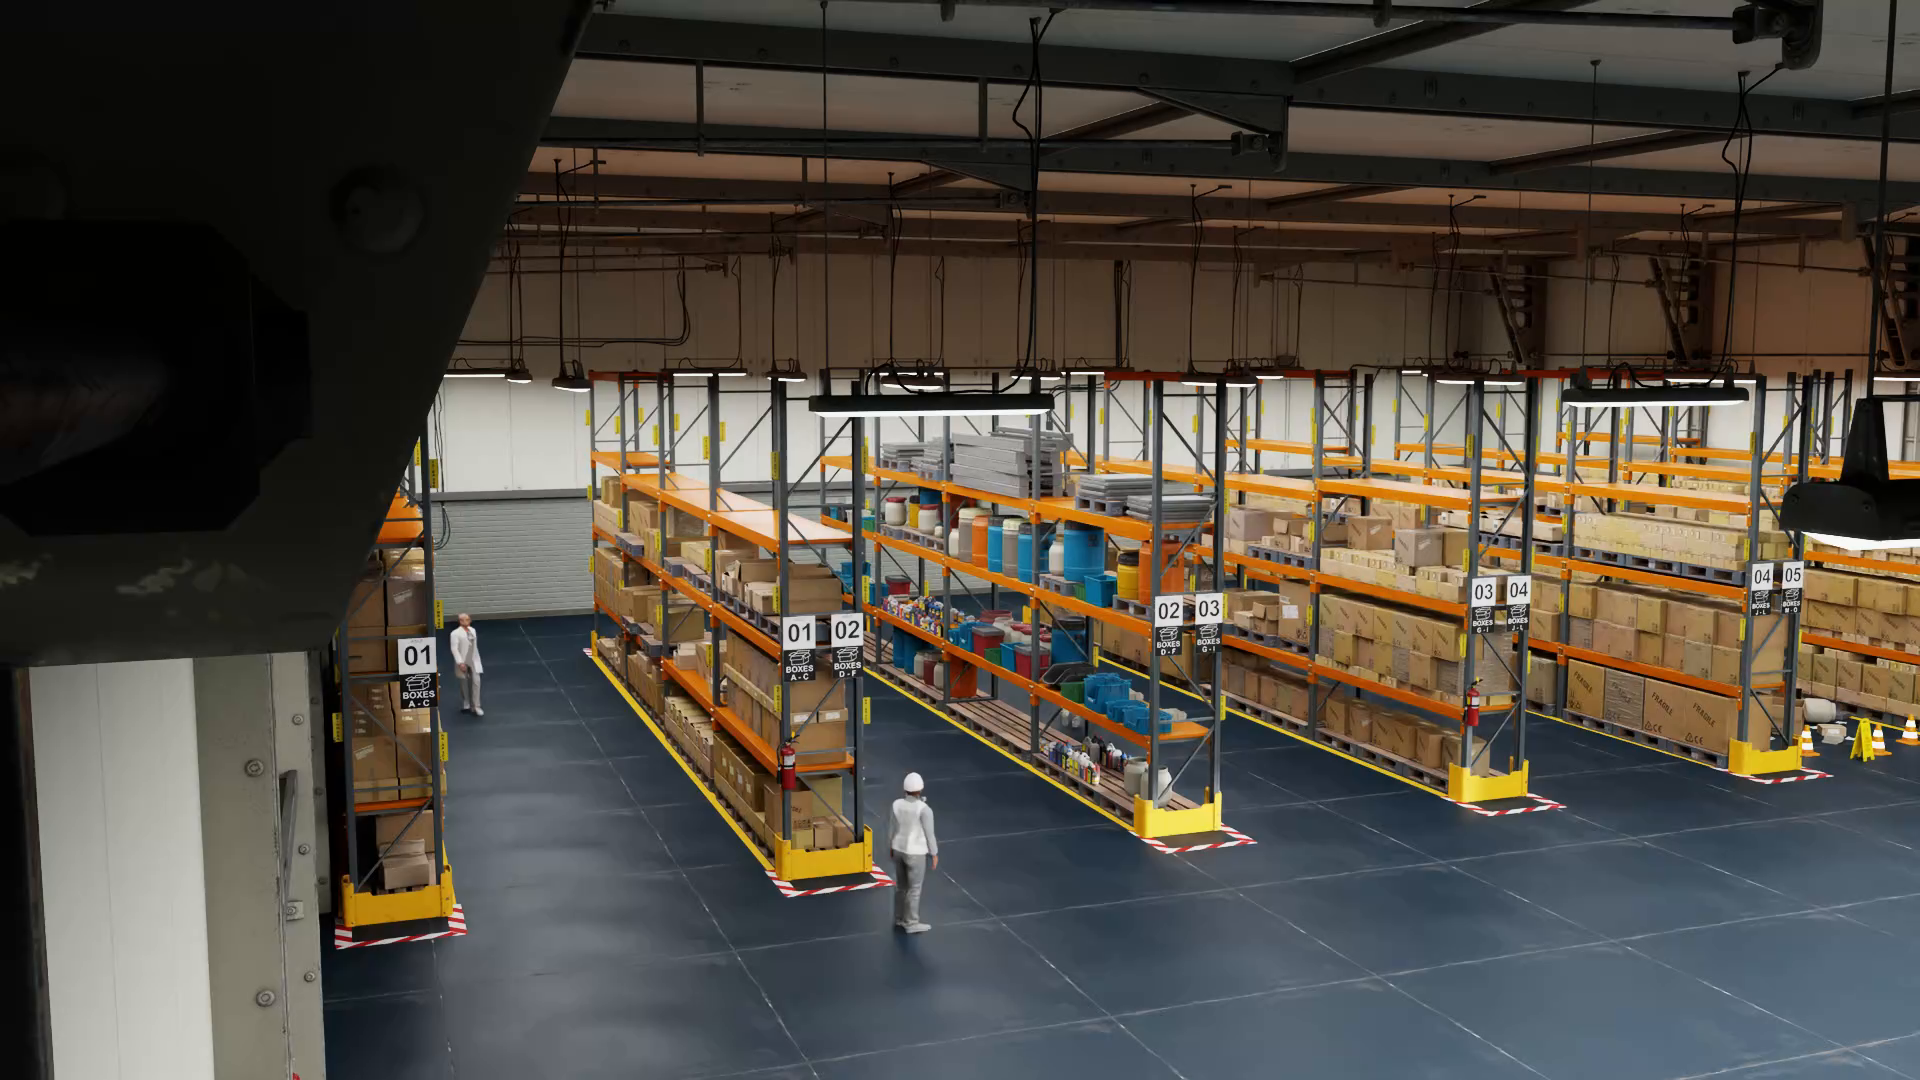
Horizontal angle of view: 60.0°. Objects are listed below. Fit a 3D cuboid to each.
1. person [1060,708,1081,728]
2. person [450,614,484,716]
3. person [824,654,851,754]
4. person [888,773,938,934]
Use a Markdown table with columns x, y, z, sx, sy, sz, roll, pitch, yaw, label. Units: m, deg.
| x | y | z | sx | sy | sz | roll | pitch | yaw | label |
| --- | --- | --- | --- | --- | --- | --- | --- | --- | --- |
| 1.949 | 2.297 | 28.160 | 0.557 | 1.764 | 0.522 | 3 | 7 | 22 | person |
| -8.696 | 2.170 | 29.321 | 0.546 | 1.737 | 1.026 | -3 | 7 | -23 | person |
| -1.993 | 2.519 | 26.407 | 0.474 | 1.801 | 0.615 | -1 | 6 | -9 | person |
| -0.506 | 3.423 | 18.282 | 0.439 | 1.777 | 0.597 | -6 | 9 | -42 | person |
